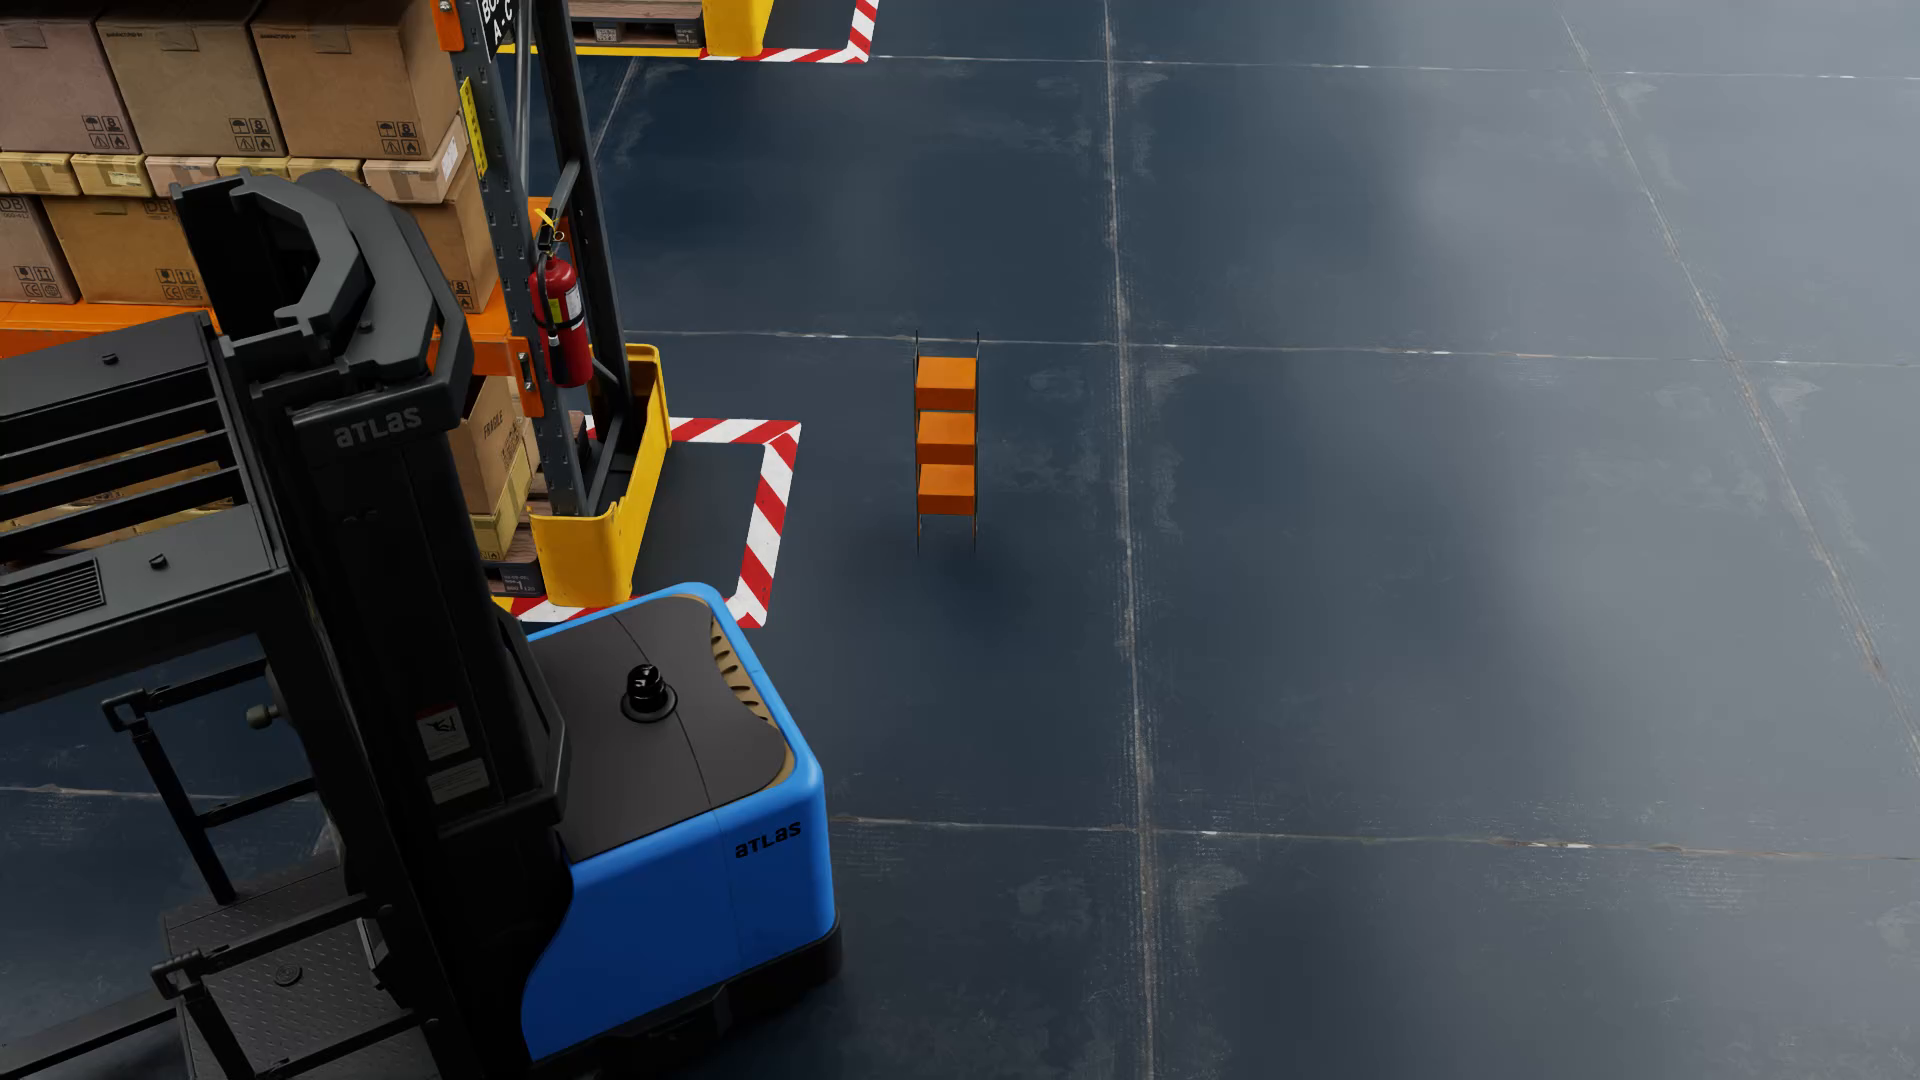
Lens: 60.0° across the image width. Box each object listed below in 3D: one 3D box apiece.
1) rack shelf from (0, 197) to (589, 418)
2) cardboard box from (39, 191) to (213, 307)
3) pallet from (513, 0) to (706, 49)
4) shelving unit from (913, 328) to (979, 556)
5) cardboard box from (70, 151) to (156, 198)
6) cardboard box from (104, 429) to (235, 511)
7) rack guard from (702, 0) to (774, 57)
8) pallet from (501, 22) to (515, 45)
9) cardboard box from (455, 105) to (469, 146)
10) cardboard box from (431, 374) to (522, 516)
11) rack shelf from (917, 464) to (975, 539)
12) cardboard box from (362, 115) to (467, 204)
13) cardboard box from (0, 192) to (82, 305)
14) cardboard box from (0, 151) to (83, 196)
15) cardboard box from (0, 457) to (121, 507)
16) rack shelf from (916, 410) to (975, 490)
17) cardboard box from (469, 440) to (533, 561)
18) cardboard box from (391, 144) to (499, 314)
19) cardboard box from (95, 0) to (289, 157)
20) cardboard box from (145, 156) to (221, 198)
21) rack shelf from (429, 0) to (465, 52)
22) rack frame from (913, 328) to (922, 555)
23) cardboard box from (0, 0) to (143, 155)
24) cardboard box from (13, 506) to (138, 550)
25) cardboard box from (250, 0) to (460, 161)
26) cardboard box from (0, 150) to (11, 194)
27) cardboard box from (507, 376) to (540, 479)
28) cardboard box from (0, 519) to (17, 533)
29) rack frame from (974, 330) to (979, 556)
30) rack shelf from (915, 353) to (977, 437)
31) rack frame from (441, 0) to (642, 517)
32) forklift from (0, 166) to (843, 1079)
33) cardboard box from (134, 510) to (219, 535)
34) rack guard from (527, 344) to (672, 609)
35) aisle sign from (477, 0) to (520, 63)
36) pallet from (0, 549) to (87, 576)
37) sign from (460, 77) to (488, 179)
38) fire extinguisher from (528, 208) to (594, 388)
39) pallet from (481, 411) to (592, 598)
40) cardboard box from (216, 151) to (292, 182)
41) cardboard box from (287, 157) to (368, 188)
[{"bbox_3d":[-3.560,-1.013,6.664,4.000,0.370,1.077,2,43,2],"label":"rack shelf"},{"bbox_3d":[-3.049,-1.306,6.378,0.500,0.500,0.700,2,43,2],"label":"cardboard box"},{"bbox_3d":[-2.225,-3.566,10.923,1.213,0.211,1.003,2,43,2],"label":"pallet"},{"bbox_3d":[-0.053,-0.386,6.894,0.252,1.050,0.215,2,43,2],"label":"shelving unit"},{"bbox_3d":[-2.983,-1.402,6.006,0.250,0.149,0.380,3,43,3],"label":"cardboard box"},{"bbox_3d":[-3.111,-0.471,6.714,0.500,0.500,0.500,2,43,2],"label":"cardboard box"},{"bbox_3d":[-1.414,-3.643,10.794,0.348,0.500,1.175,2,43,2],"label":"rack guard"},{"bbox_3d":[-3.440,-3.605,10.965,1.213,0.211,1.003,2,43,2],"label":"pallet"},{"bbox_3d":[-1.945,-1.647,6.268,0.250,0.149,0.380,1,43,2],"label":"cardboard box"},{"bbox_3d":[-2.112,-0.450,6.692,0.500,0.500,0.500,2,43,2],"label":"cardboard box"},{"bbox_3d":[-0.053,-0.175,7.091,0.240,0.259,0.215,2,43,2],"label":"rack shelf"},{"bbox_3d":[-1.953,-1.371,5.971,0.250,0.149,0.380,1,43,1],"label":"cardboard box"},{"bbox_3d":[-3.575,-1.320,6.393,0.500,0.500,0.700,3,43,3],"label":"cardboard box"},{"bbox_3d":[-3.246,-1.409,6.013,0.250,0.149,0.380,3,43,3],"label":"cardboard box"},{"bbox_3d":[-3.611,-0.487,6.732,0.500,0.500,0.500,2,43,2],"label":"cardboard box"},{"bbox_3d":[-0.053,-0.378,6.901,0.240,0.259,0.215,2,43,2],"label":"rack shelf"},{"bbox_3d":[-2.111,-0.178,6.949,0.500,0.250,0.500,2,43,2],"label":"cardboard box"},{"bbox_3d":[-2.028,-1.274,6.344,0.500,0.500,0.700,2,43,2],"label":"cardboard box"},{"bbox_3d":[-2.607,-1.763,5.917,0.500,0.500,0.700,1,43,1],"label":"cardboard box"},{"bbox_3d":[-2.721,-1.395,5.997,0.250,0.149,0.380,2,43,2],"label":"cardboard box"},{"bbox_3d":[-3.560,-2.110,5.642,4.000,0.370,1.077,2,43,2],"label":"rack shelf"},{"bbox_3d":[-0.175,-0.390,6.898,0.008,1.050,0.200,2,43,2],"label":"rack frame"},{"bbox_3d":[-3.110,-1.778,5.933,0.500,0.500,0.700,2,43,2],"label":"cardboard box"},{"bbox_3d":[-3.610,-0.215,6.990,0.500,0.250,0.500,2,43,2],"label":"cardboard box"},{"bbox_3d":[-2.081,-1.751,5.903,0.500,0.500,0.700,2,43,2],"label":"cardboard box"},{"bbox_3d":[-3.502,-1.417,6.021,0.250,0.149,0.380,1,43,1],"label":"cardboard box"},{"bbox_3d":[-2.088,-0.530,7.328,0.500,0.250,0.500,2,43,2],"label":"cardboard box"},{"bbox_3d":[-4.110,-0.227,7.002,0.500,0.250,0.500,2,43,2],"label":"cardboard box"},{"bbox_3d":[0.068,-0.382,6.890,0.008,1.050,0.200,2,43,2],"label":"rack frame"},{"bbox_3d":[-0.053,-0.586,6.708,0.240,0.259,0.215,2,43,2],"label":"rack shelf"},{"bbox_3d":[-1.562,-1.215,6.353,0.127,3.000,1.000,2,43,2],"label":"rack frame"},{"bbox_3d":[-1.944,0.584,4.473,3.031,2.935,1.130,-19,46,-20],"label":"forklift"},{"bbox_3d":[-3.111,-0.199,6.972,0.500,0.250,0.500,2,43,2],"label":"cardboard box"},{"bbox_3d":[-1.538,-0.299,7.205,0.348,0.500,1.175,2,43,2],"label":"rack guard"},{"bbox_3d":[-1.510,-1.964,5.250,0.004,0.787,0.394,2,43,2],"label":"aisle sign"},{"bbox_3d":[-3.544,-0.229,7.341,1.213,0.211,1.003,2,43,2],"label":"pallet"},{"bbox_3d":[-1.601,-1.356,5.482,0.005,0.325,0.100,2,43,2],"label":"sign"},{"bbox_3d":[-1.465,-0.866,6.036,0.183,0.674,0.296,2,43,2],"label":"fire extinguisher"},{"bbox_3d":[-2.328,-0.189,7.298,1.213,0.211,1.003,2,43,2],"label":"pallet"},{"bbox_3d":[-2.470,-1.385,5.987,0.250,0.149,0.380,1,43,1],"label":"cardboard box"},{"bbox_3d":[-2.214,-1.378,5.979,0.250,0.149,0.380,3,43,3],"label":"cardboard box"}]
